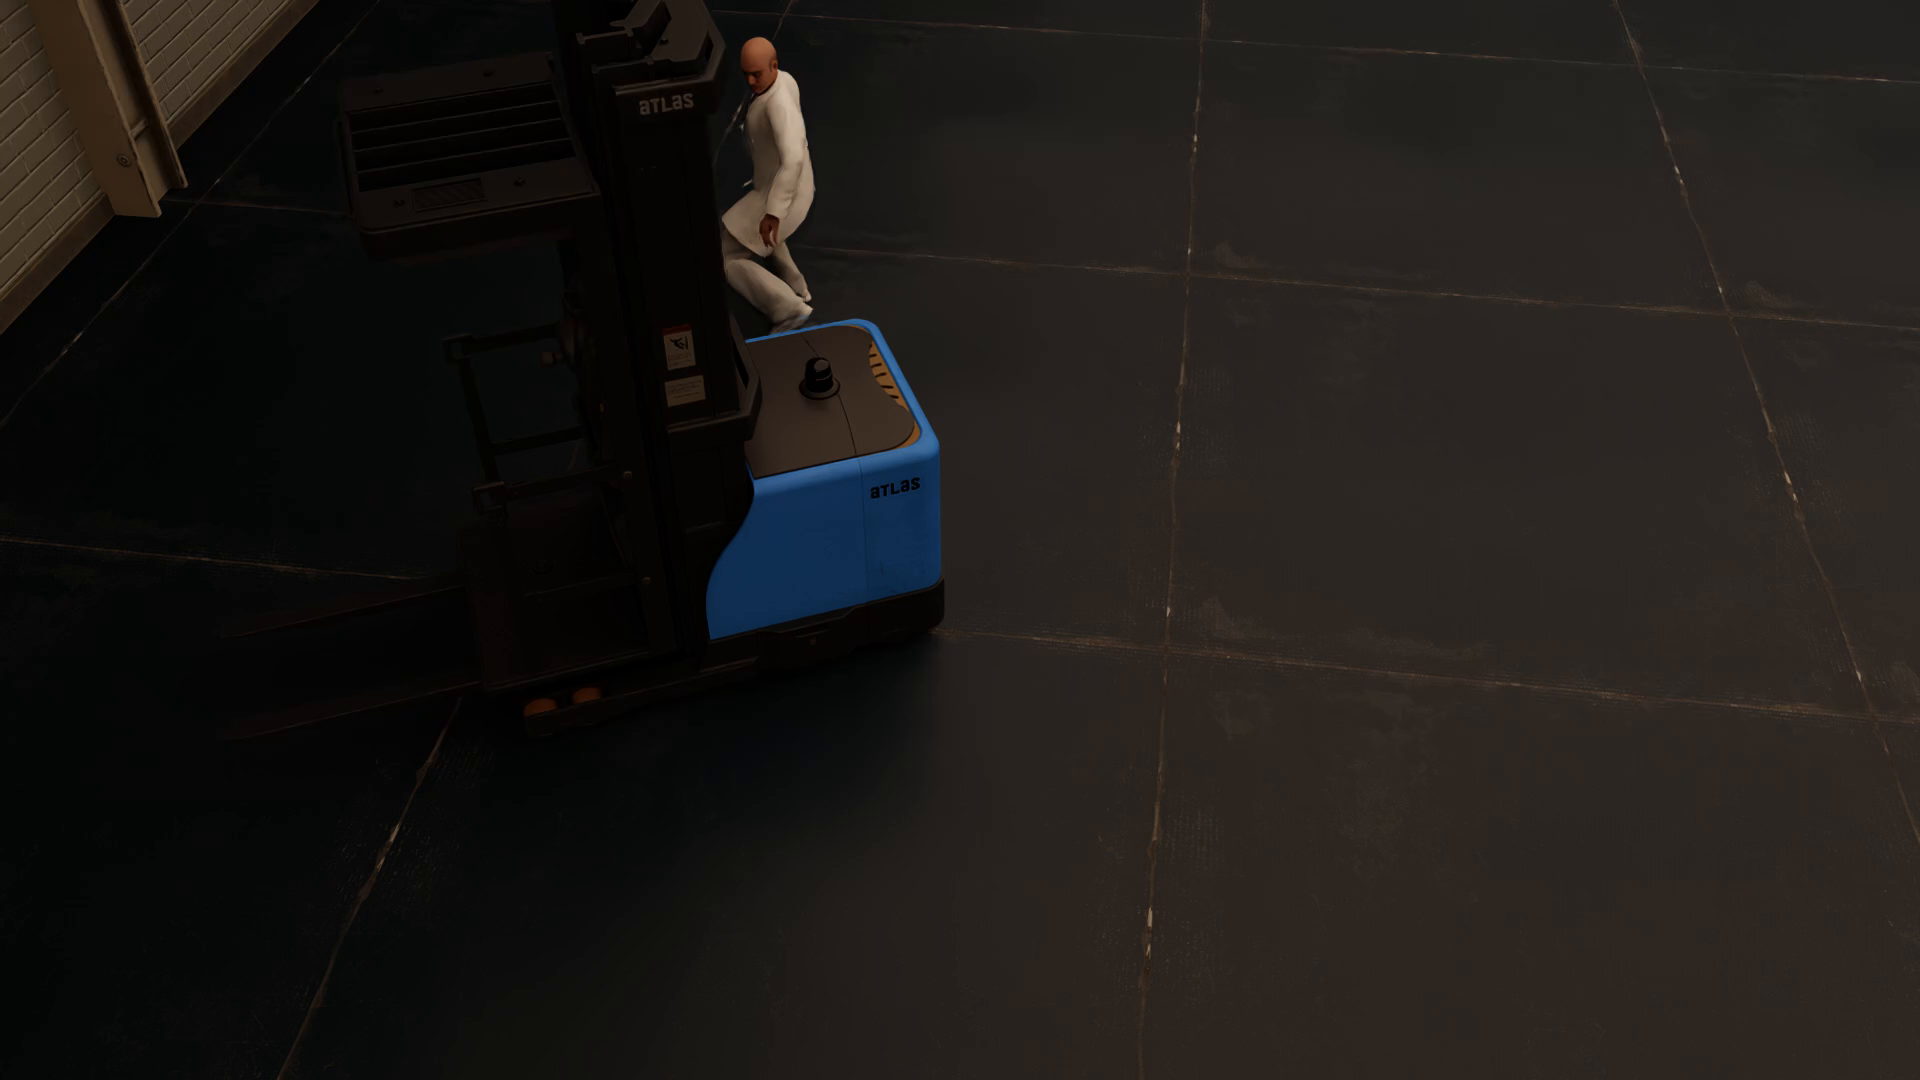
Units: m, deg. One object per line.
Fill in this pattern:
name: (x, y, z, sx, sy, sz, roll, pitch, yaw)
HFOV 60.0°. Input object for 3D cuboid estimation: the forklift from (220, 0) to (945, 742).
forklift: (-1.643, -0.658, 6.440, 3.031, 2.935, 1.130, -13, 44, -14)

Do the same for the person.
person: (-0.987, -1.831, 8.700, 0.543, 1.662, 1.026, 6, 43, 6)
